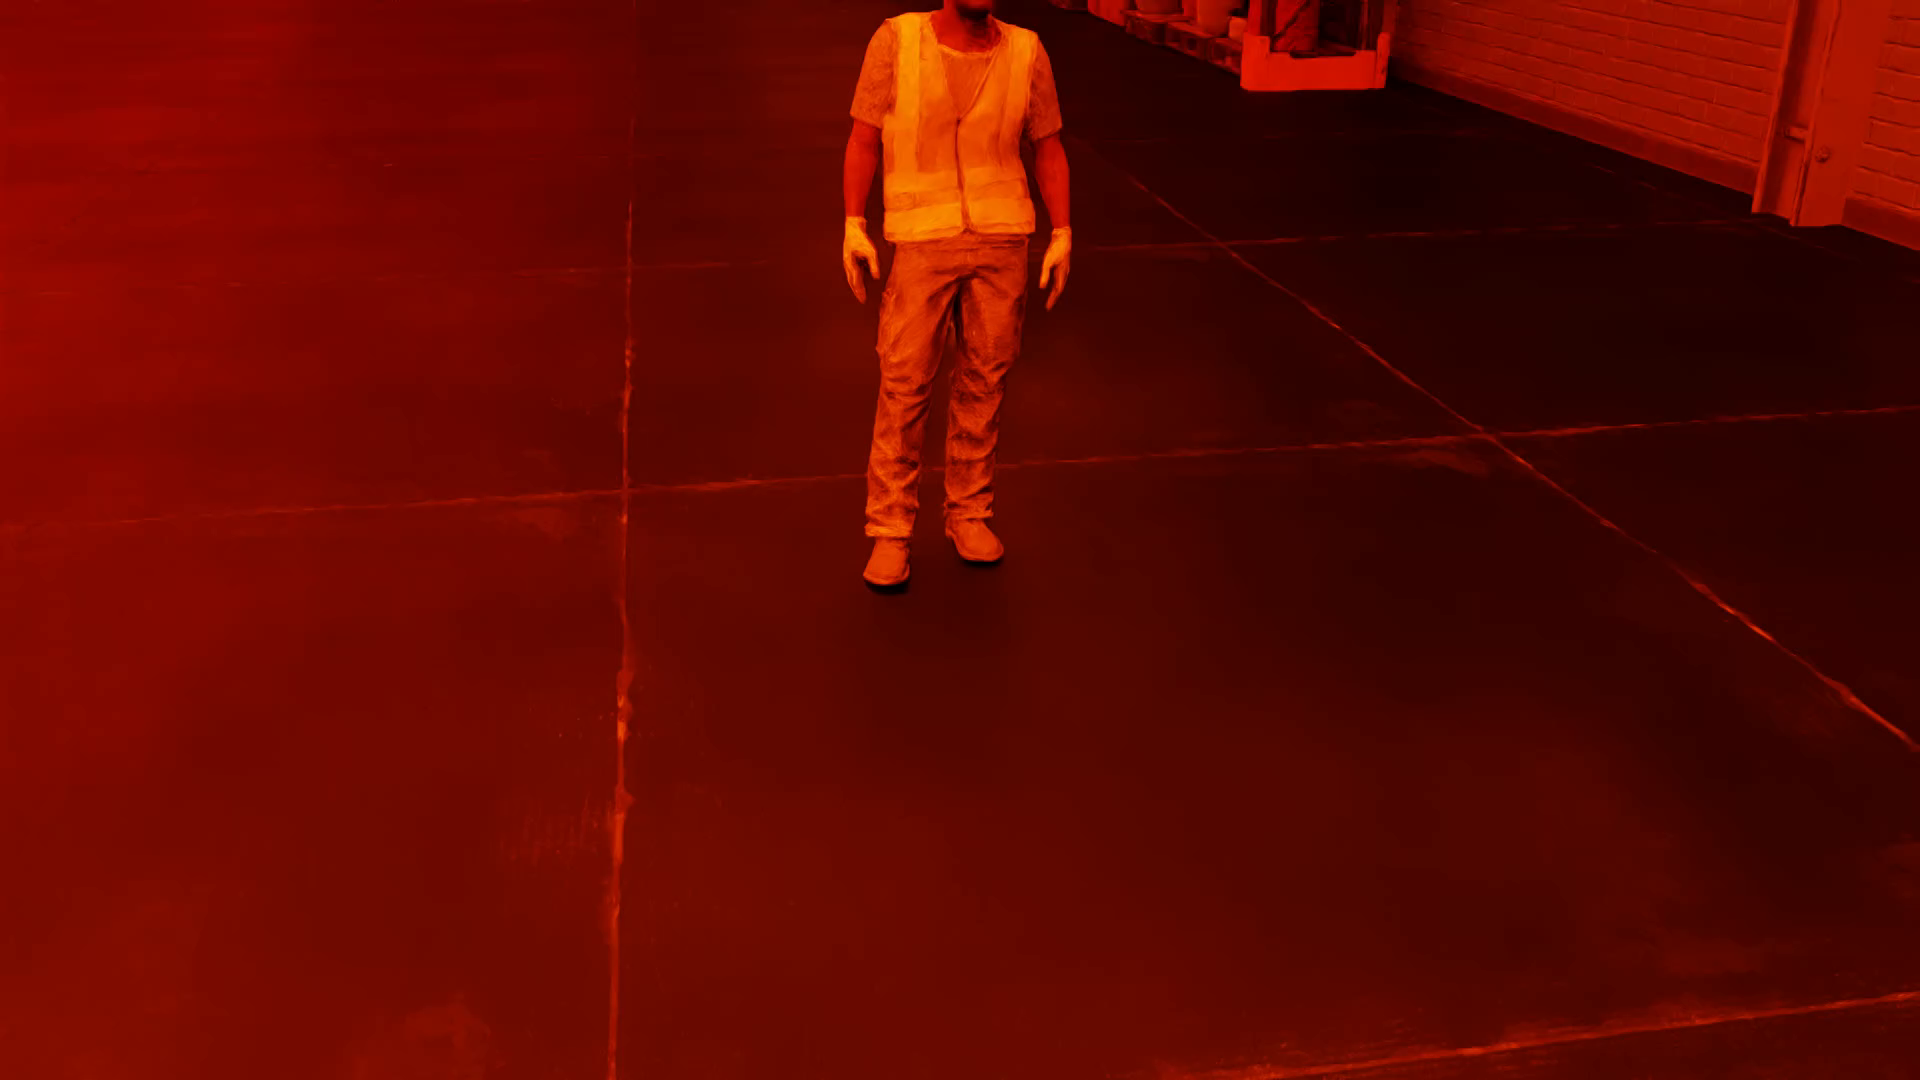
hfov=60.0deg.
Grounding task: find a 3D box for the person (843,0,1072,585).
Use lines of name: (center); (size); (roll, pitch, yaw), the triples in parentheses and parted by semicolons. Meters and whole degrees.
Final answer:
person: (0.005, -0.797, 4.605); (0.655, 1.782, 0.576); (-4, 24, -9)
